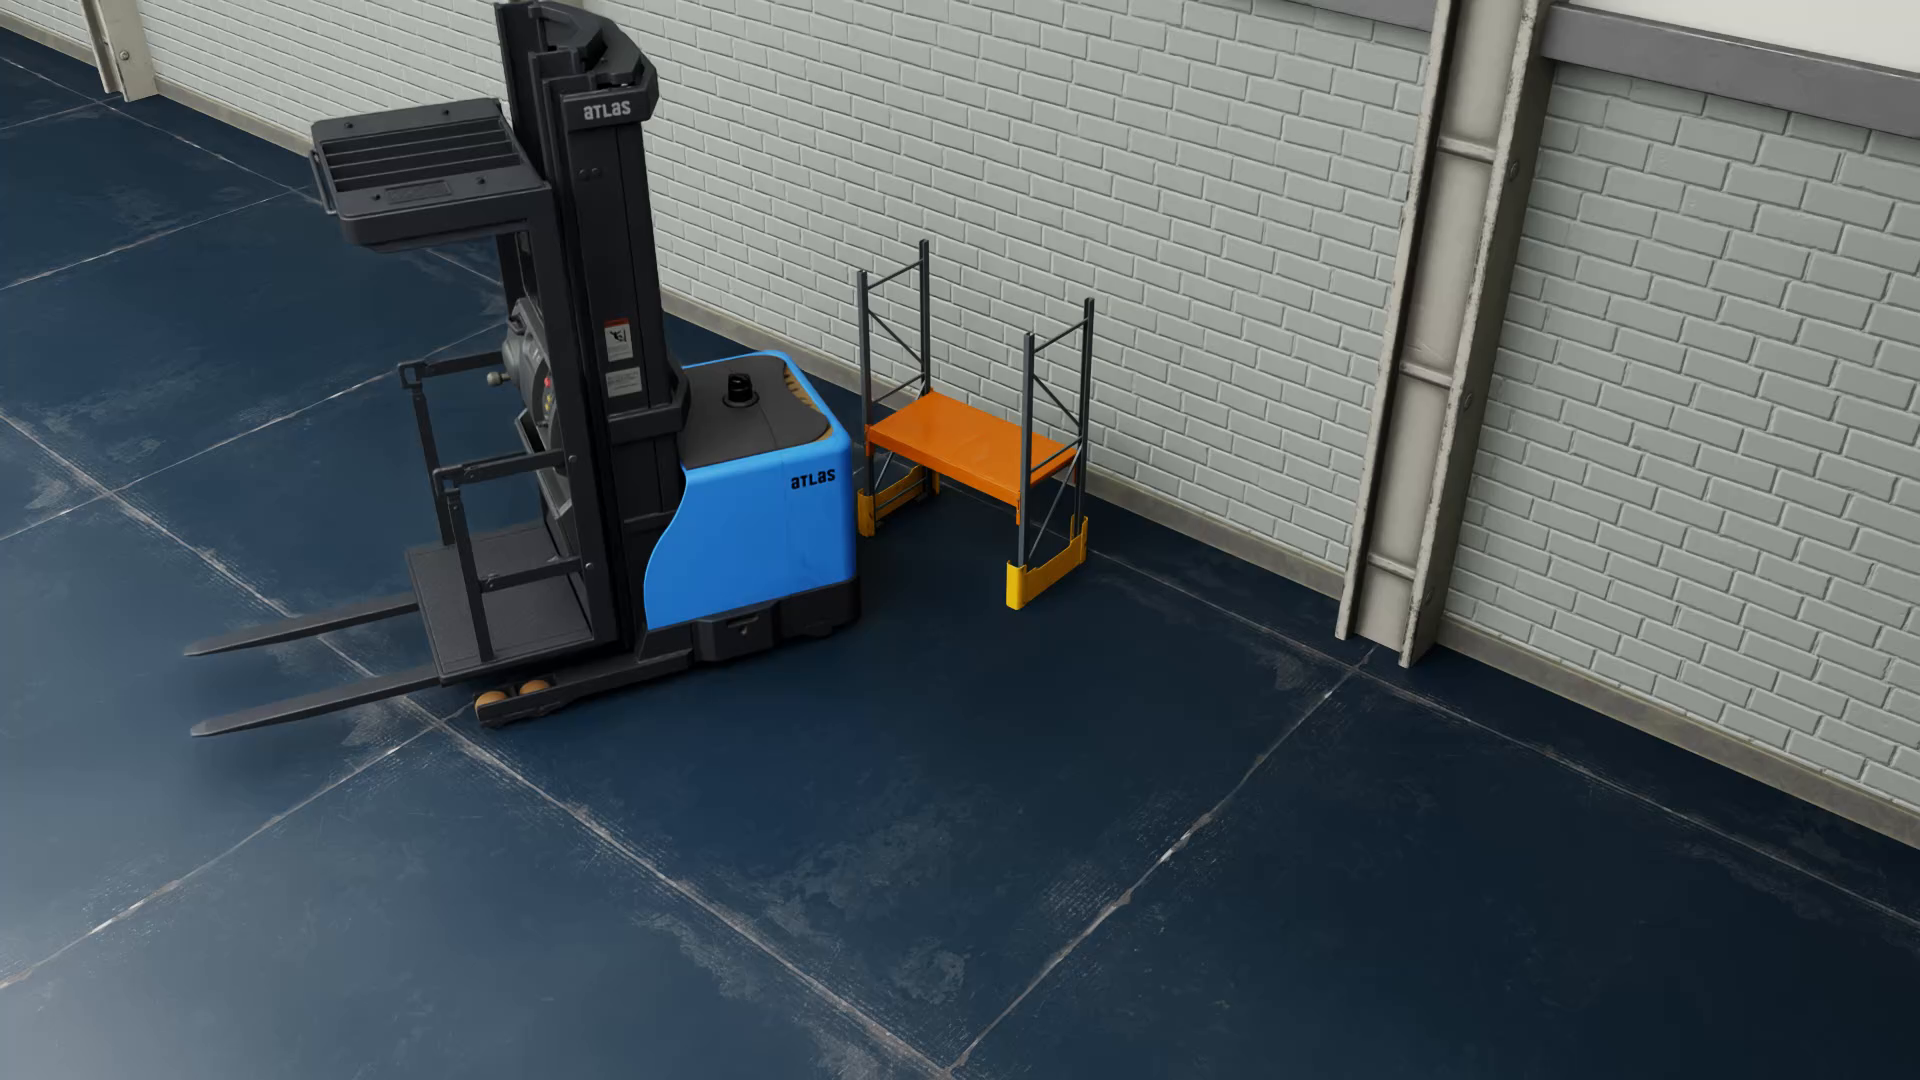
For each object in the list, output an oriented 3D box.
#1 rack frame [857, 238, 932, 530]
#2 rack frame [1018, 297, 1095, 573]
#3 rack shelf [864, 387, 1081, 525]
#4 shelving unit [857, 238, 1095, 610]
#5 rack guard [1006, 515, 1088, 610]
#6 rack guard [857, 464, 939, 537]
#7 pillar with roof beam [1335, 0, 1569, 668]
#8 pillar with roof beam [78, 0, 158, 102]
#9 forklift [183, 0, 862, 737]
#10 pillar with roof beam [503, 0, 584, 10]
[{"bbox_3d":[-0.325,-0.771,8.549,0.032,1.500,0.500,25,42,32],"label":"rack frame"},{"bbox_3d":[0.456,-0.403,8.012,0.032,1.500,0.500,25,42,32],"label":"rack frame"},{"bbox_3d":[0.066,-0.439,8.382,1.000,0.185,0.538,25,42,32],"label":"rack shelf"},{"bbox_3d":[0.059,-0.591,8.285,1.083,1.500,0.587,25,42,32],"label":"shelving unit"},{"bbox_3d":[0.441,0.105,8.376,0.087,0.250,0.587,25,42,32],"label":"rack guard"},{"bbox_3d":[-0.324,-0.256,8.902,0.087,0.250,0.587,25,42,32],"label":"rack guard"},{"bbox_3d":[-0.687,-1.365,2.789,0.400,9.000,9.100,25,42,32],"label":"pillar with roof beam"},{"bbox_3d":[-9.910,-5.712,9.118,0.400,9.000,9.100,25,42,32],"label":"pillar with roof beam"},{"bbox_3d":[-2.045,-0.700,7.180,3.031,2.935,1.130,-14,37,-19],"label":"forklift"},{"bbox_3d":[-5.298,-3.539,5.954,0.400,9.000,9.100,25,42,32],"label":"pillar with roof beam"}]
